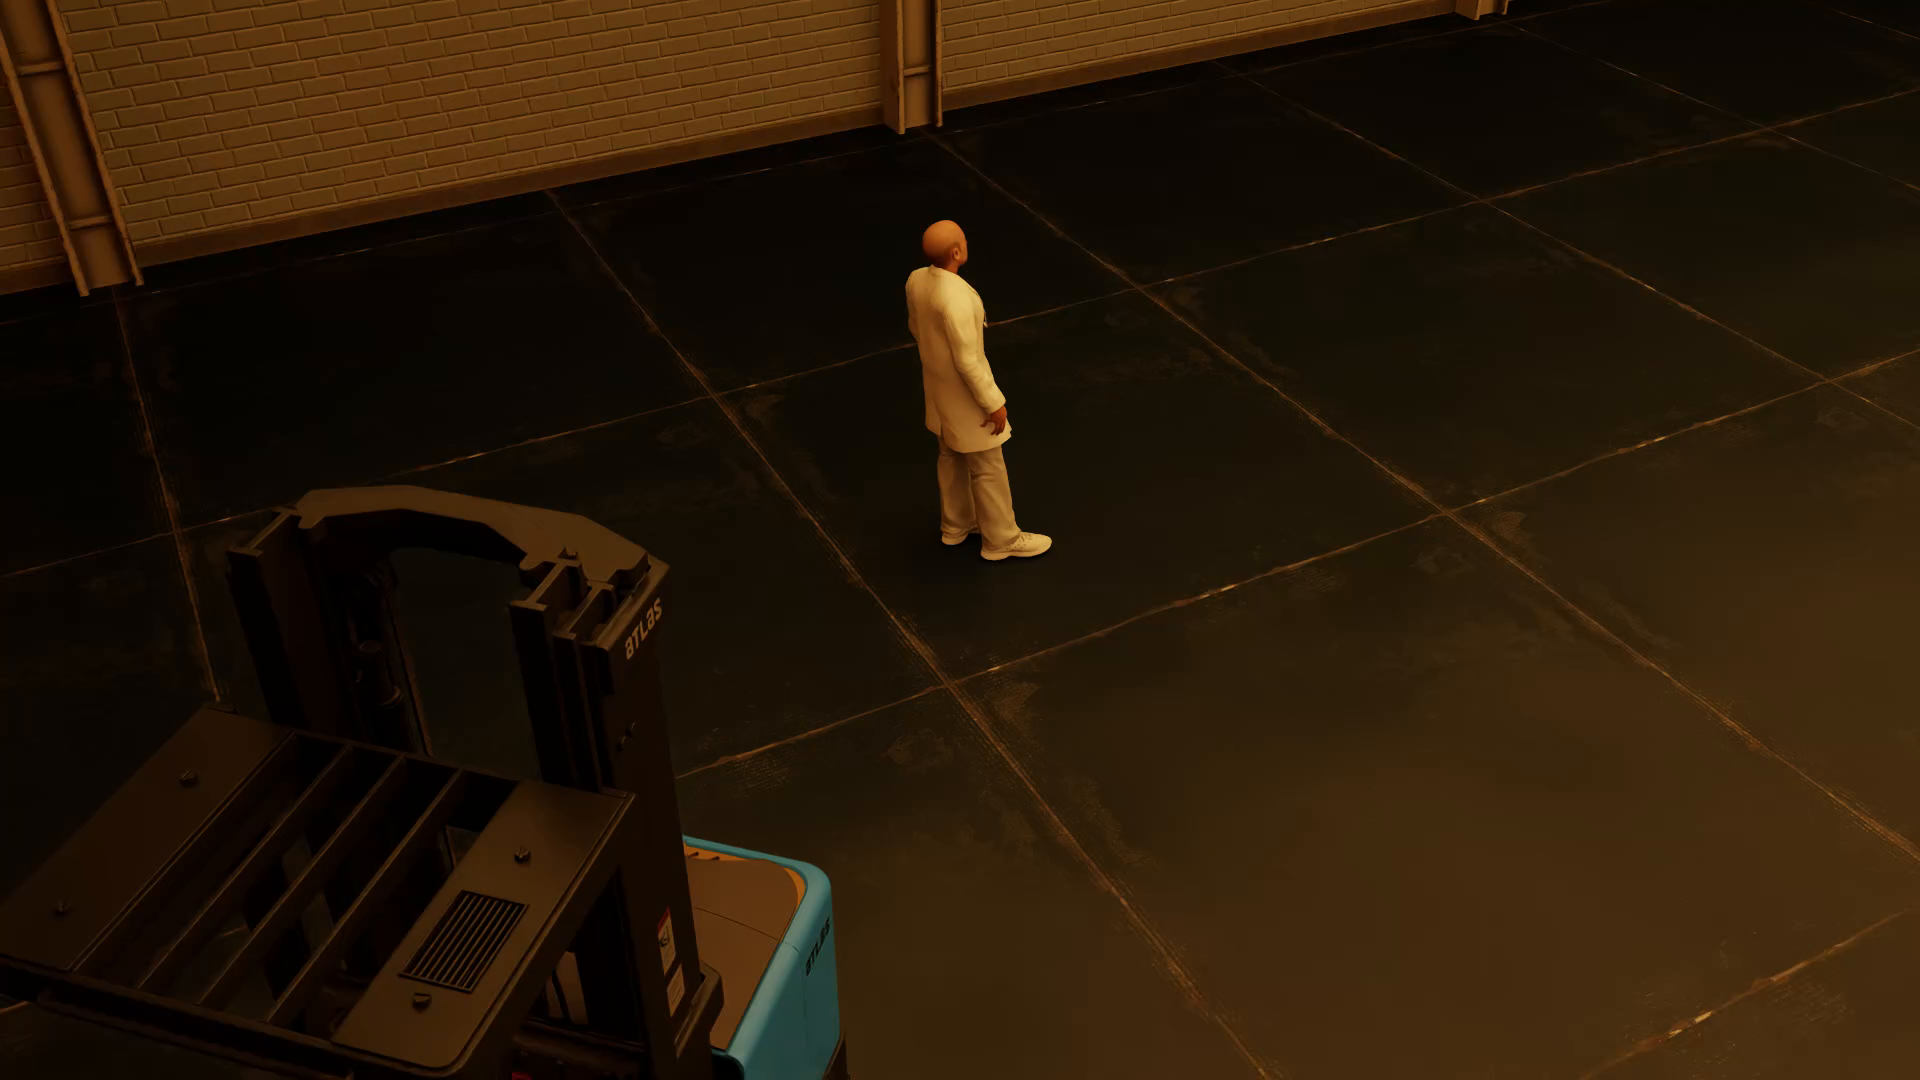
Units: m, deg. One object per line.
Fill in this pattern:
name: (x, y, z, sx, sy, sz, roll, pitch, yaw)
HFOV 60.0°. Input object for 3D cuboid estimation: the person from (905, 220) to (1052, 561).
person: (0.082, -0.754, 8.176, 0.581, 1.776, 0.696, -17, 39, -23)

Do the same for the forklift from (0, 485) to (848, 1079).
forklift: (-1.301, 1.465, 4.051, 1.130, 2.935, 3.031, 10, 36, 13)
